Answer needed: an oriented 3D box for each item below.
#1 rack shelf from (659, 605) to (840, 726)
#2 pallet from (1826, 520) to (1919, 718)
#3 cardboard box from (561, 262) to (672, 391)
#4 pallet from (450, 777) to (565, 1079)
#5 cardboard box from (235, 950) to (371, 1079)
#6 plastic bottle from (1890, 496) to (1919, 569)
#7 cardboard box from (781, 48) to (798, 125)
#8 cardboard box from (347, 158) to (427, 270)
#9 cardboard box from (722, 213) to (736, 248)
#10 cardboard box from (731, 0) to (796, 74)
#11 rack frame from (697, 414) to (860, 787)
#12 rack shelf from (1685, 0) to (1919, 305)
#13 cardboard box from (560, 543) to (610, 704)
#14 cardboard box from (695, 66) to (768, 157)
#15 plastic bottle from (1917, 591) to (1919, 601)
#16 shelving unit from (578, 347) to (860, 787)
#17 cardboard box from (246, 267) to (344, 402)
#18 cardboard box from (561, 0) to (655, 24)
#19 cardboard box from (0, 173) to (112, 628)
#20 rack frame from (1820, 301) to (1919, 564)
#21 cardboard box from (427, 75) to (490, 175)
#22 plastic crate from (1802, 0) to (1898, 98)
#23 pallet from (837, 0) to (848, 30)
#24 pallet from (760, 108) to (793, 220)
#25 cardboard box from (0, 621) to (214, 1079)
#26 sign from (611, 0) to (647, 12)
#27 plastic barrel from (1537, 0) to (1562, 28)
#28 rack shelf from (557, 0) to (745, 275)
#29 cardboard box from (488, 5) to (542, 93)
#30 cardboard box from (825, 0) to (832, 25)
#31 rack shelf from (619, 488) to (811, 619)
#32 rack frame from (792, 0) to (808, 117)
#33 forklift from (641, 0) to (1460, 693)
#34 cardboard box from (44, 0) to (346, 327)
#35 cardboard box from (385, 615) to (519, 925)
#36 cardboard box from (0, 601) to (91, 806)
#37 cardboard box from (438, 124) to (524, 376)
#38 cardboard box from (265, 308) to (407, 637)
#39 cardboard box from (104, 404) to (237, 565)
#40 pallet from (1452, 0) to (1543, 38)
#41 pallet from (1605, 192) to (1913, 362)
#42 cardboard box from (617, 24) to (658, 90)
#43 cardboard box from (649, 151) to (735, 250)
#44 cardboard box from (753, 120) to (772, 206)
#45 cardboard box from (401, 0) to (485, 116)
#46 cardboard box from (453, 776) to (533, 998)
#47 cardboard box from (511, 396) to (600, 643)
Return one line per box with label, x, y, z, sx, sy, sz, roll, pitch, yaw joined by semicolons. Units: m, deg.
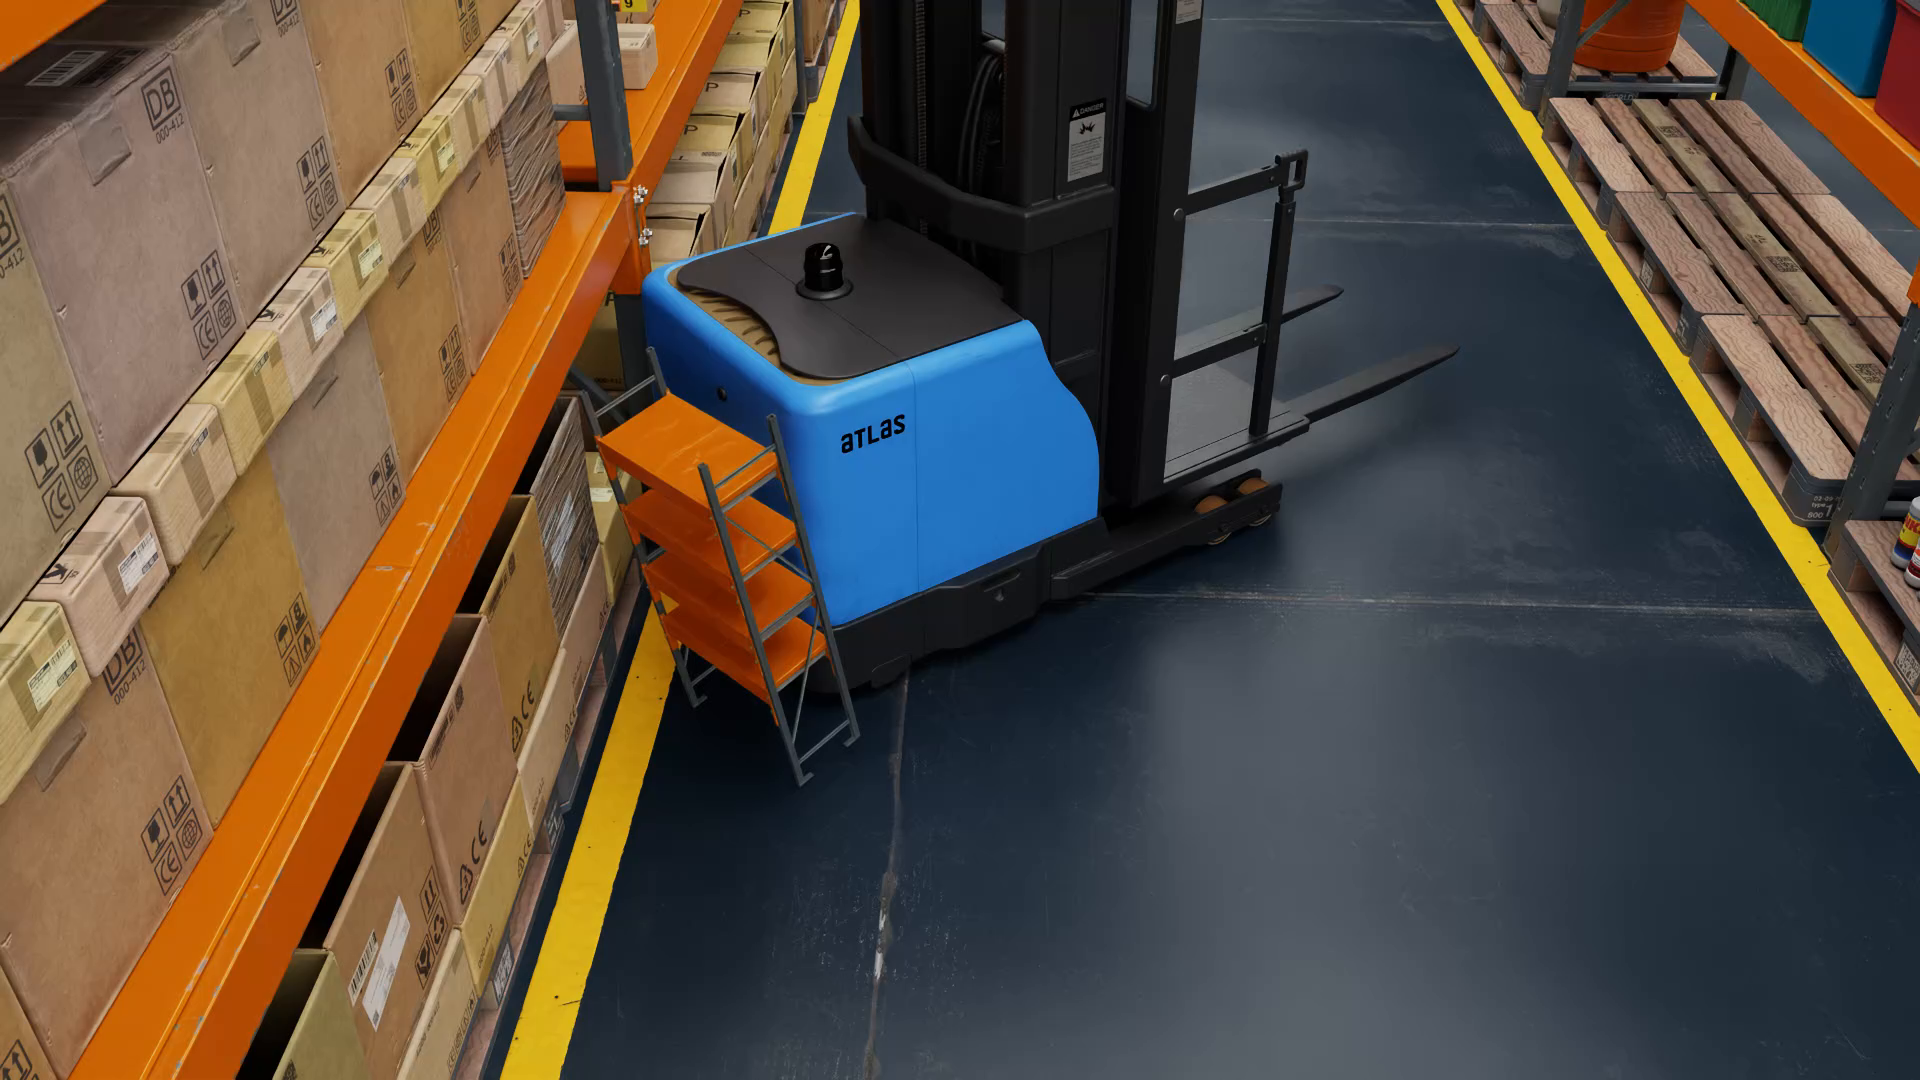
rack shelf;-0.596;0.294;4.715;0.480;0.148;0.258;29;55;35
pallet;3.383;0.374;5.035;1.003;0.211;1.213;1;35;2
cardboard box;-1.232;-0.776;5.784;0.500;0.311;0.500;1;35;2
pallet;-1.618;1.031;4.099;1.003;0.211;1.213;1;35;2
cardboard box;-1.396;1.086;2.970;0.500;0.500;0.500;1;35;2
plastic bottle;3.001;-0.043;5.192;0.097;0.271;0.097;0;35;0
cardboard box;-1.114;-2.306;8.448;0.500;0.250;0.500;2;35;3
cardboard box;-1.347;-0.684;3.464;0.380;0.149;0.250;2;35;3
cardboard box;-1.194;-1.133;6.779;0.500;0.250;0.500;0;35;0
cardboard box;-1.112;-2.536;8.289;0.500;0.311;0.500;2;35;3
rack frame;-0.457;0.198;4.396;0.015;1.200;0.240;29;55;35
rack shelf;3.532;-2.007;6.622;1.077;0.370;4.000;1;35;2
cardboard box;-1.328;0.243;4.821;0.500;0.250;0.500;1;35;2
cardboard box;-1.149;-1.948;7.451;0.500;0.311;0.500;1;35;2
plastic bottle;2.993;0.103;5.046;0.097;0.201;0.097;0;35;0
shelving unit;-0.631;0.100;4.536;0.503;1.200;0.258;29;55;35
cardboard box;-1.365;-0.380;3.031;0.380;0.149;0.250;2;35;2
cardboard box;-1.429;-2.053;5.975;0.500;0.500;0.500;4;35;5
cardboard box;-1.609;-0.143;2.129;0.700;0.500;0.500;0;35;1
rack frame;3.451;-1.152;4.780;1.000;3.000;0.127;1;35;2
cardboard box;-1.324;-0.970;3.871;0.380;0.149;0.250;1;35;2
plastic crate;3.185;-1.786;5.697;0.392;0.384;0.575;1;35;2
pallet;-1.218;-3.553;10.622;1.003;0.211;1.213;1;35;2
pallet;-1.409;-1.954;8.346;1.003;0.211;1.213;1;35;2
cardboard box;-1.611;0.419;2.458;0.700;0.500;0.500;2;35;3
sign;-0.943;-1.643;4.658;0.100;0.325;0.005;1;35;2
plastic barrel;3.548;-3.212;9.510;0.421;0.512;0.421;0;35;0
rack shelf;-1.417;-2.123;6.788;1.077;0.370;4.000;1;35;2
cardboard box;-1.307;-1.272;4.300;0.380;0.149;0.250;1;35;1
cardboard box;-1.018;-3.280;9.599;0.500;0.500;0.500;0;35;0
rack shelf;-0.651;-0.014;4.431;0.480;0.148;0.258;29;55;35
rack frame;-1.337;-3.567;8.216;1.000;3.000;0.127;1;35;2
forklift;0.508;-1.409;5.206;3.031;2.935;1.130;-22;41;-28
cardboard box;-1.570;-0.720;2.951;0.700;0.500;0.500;1;35;2
cardboard box;-1.352;0.511;3.788;0.500;0.500;0.500;1;35;2
cardboard box;-1.408;0.208;2.194;0.380;0.149;0.250;1;35;2
cardboard box;-1.524;-0.751;4.123;0.700;0.500;0.500;1;35;1
cardboard box;-1.567;-0.169;3.294;0.700;0.500;0.500;2;35;3
cardboard box;-1.388;-0.090;2.619;0.380;0.149;0.250;0;35;0
pallet;3.654;-3.462;10.493;1.003;0.211;1.213;1;35;2
pallet;3.491;-1.166;7.225;1.003;0.211;1.213;1;35;2
cardboard box;-1.258;-1.670;5.736;0.380;0.149;0.250;1;35;2
cardboard box;-1.187;-1.361;6.617;0.500;0.311;0.500;0;35;0
cardboard box;-1.155;-1.720;7.615;0.500;0.250;0.500;2;35;3
cardboard box;-1.528;-1.295;3.768;0.700;0.500;0.500;1;35;2
cardboard box;-1.353;0.818;4.003;0.500;0.250;0.500;1;35;2
cardboard box;-1.330;-0.064;4.606;0.500;0.500;0.500;1;35;2
